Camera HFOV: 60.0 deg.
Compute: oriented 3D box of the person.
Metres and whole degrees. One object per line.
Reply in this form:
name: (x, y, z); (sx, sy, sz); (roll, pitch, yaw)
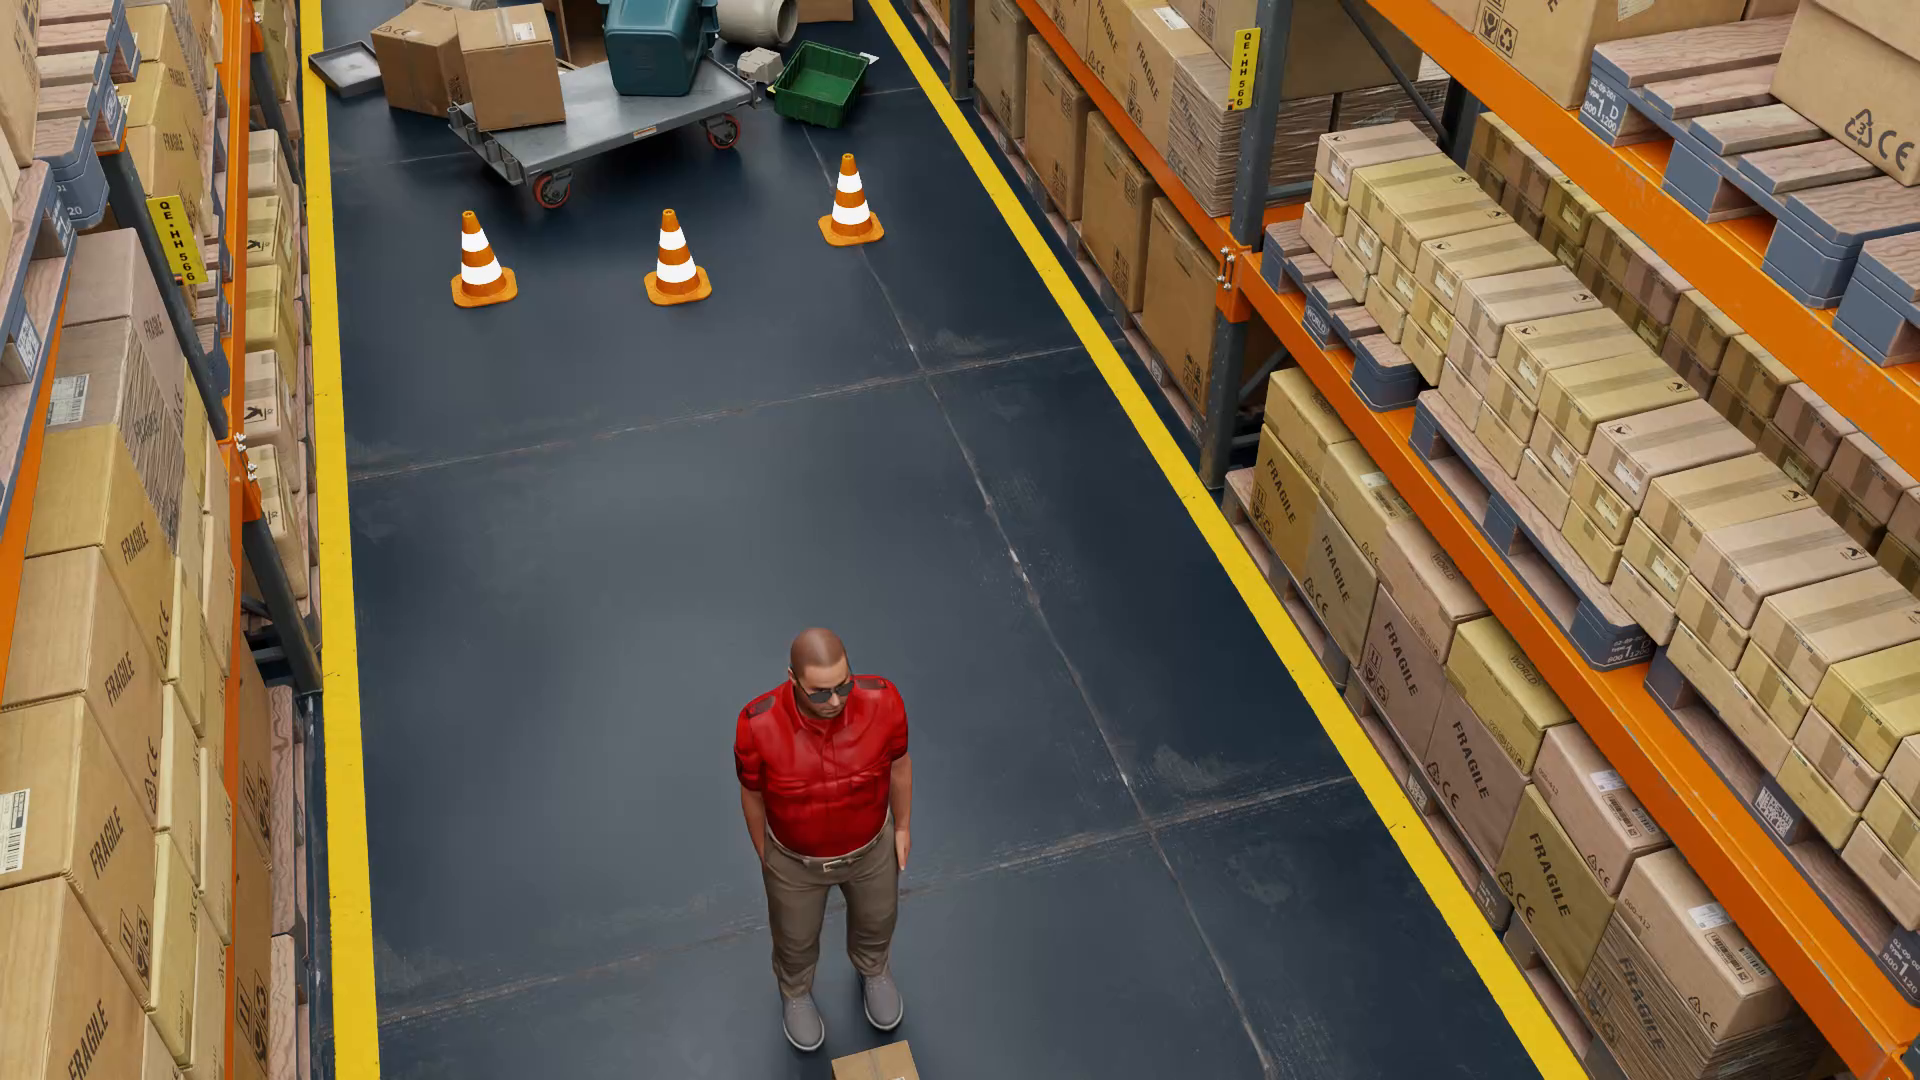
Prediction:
person: (-0.385, 0.941, 5.132); (0.526, 1.725, 0.353); (-11, 43, -12)
